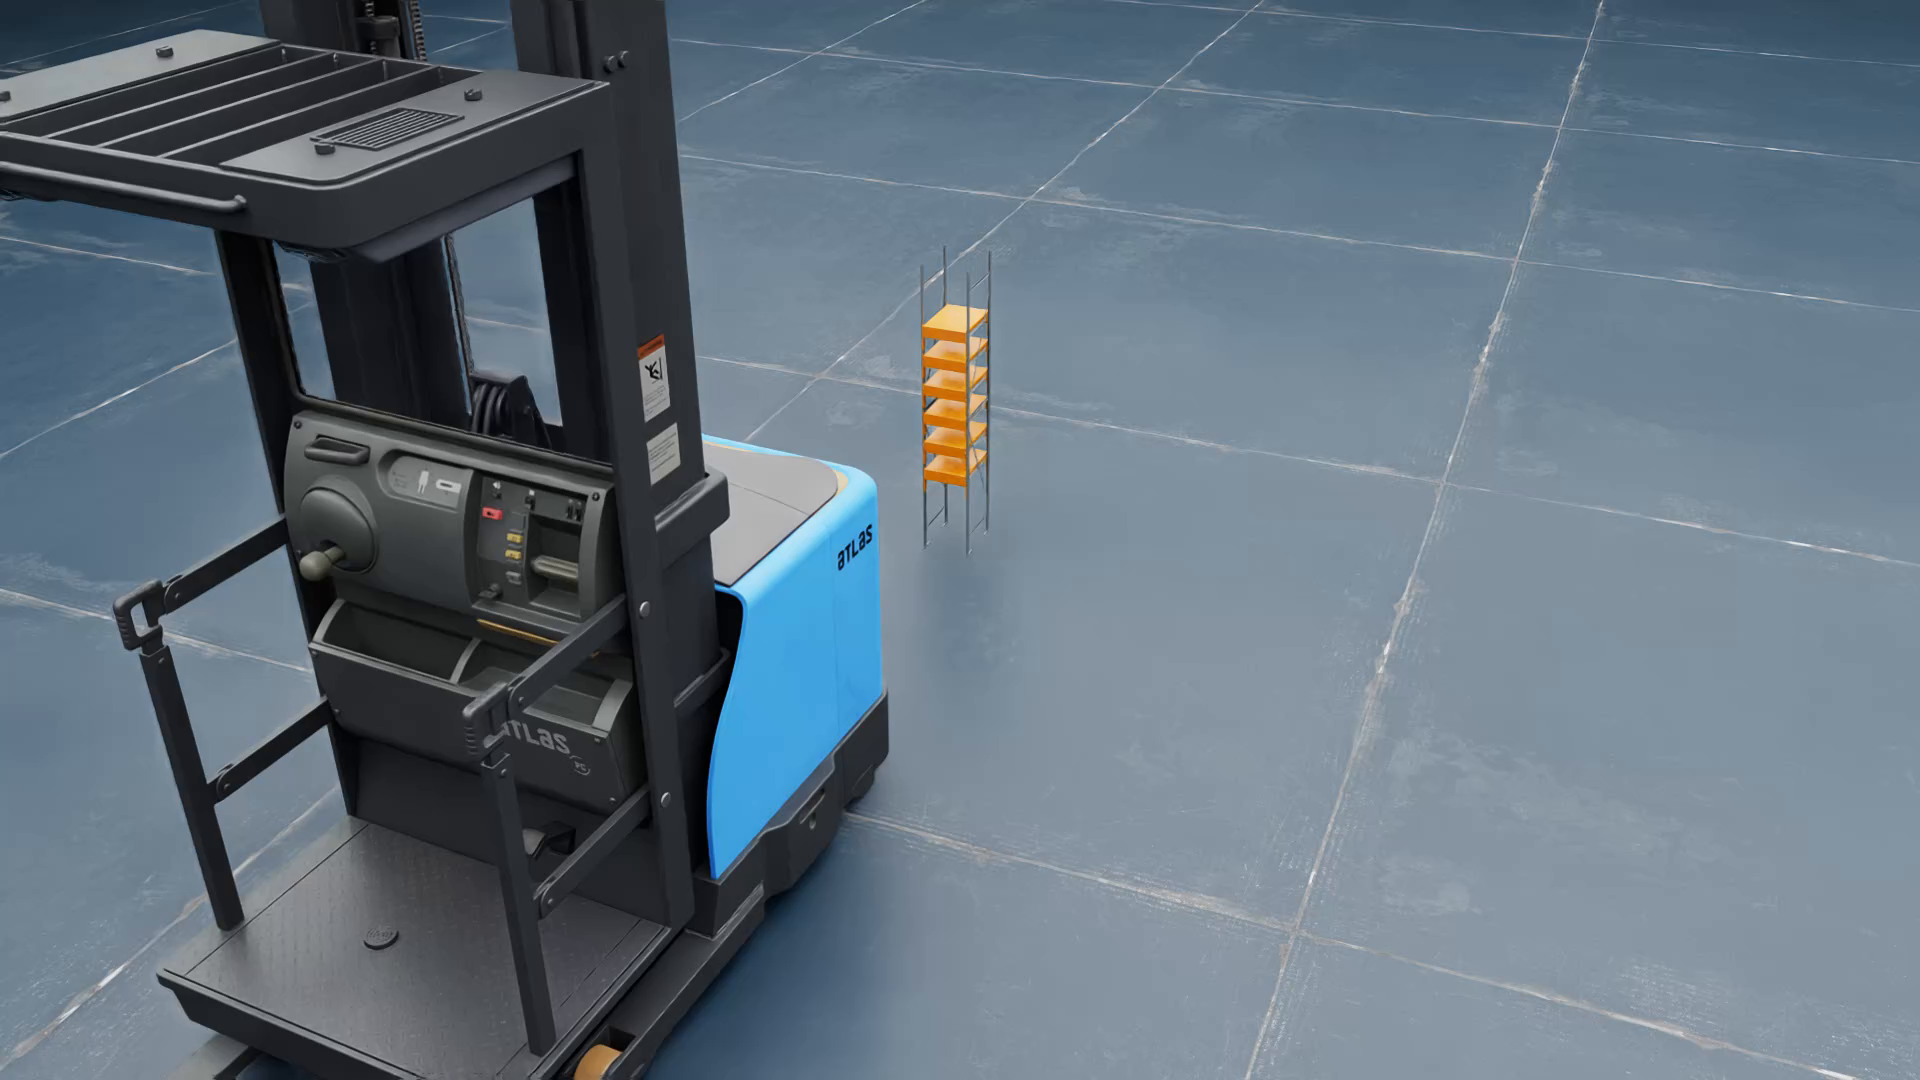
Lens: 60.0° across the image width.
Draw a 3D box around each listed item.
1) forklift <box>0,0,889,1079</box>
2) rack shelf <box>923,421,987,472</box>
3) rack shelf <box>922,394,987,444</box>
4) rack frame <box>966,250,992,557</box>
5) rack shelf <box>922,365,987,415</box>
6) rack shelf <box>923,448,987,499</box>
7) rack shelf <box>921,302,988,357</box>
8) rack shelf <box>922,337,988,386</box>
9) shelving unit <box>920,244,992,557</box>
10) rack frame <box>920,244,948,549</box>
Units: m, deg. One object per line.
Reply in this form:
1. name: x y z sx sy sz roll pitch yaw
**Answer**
1. forklift: -1.314 0.008 3.756 1.130 2.935 3.031 13 32 22
2. rack shelf: -0.013 -0.382 6.540 0.180 0.103 0.258 11 31 19
3. rack shelf: -0.013 -0.486 6.481 0.180 0.103 0.258 11 31 19
4. rack frame: 0.071 -0.508 6.430 0.006 1.200 0.240 11 31 19
5. rack shelf: -0.013 -0.591 6.422 0.180 0.103 0.258 11 31 19
6. rack shelf: -0.013 -0.277 6.599 0.180 0.103 0.258 11 31 19
7. rack shelf: -0.013 -0.800 6.304 0.180 0.103 0.258 11 31 19
8. rack shelf: -0.013 -0.695 6.363 0.180 0.103 0.258 11 31 19
9. shelving unit: -0.013 -0.525 6.459 0.189 1.200 0.258 11 31 19
10. rack frame: -0.098 -0.542 6.489 0.006 1.200 0.240 11 31 19
